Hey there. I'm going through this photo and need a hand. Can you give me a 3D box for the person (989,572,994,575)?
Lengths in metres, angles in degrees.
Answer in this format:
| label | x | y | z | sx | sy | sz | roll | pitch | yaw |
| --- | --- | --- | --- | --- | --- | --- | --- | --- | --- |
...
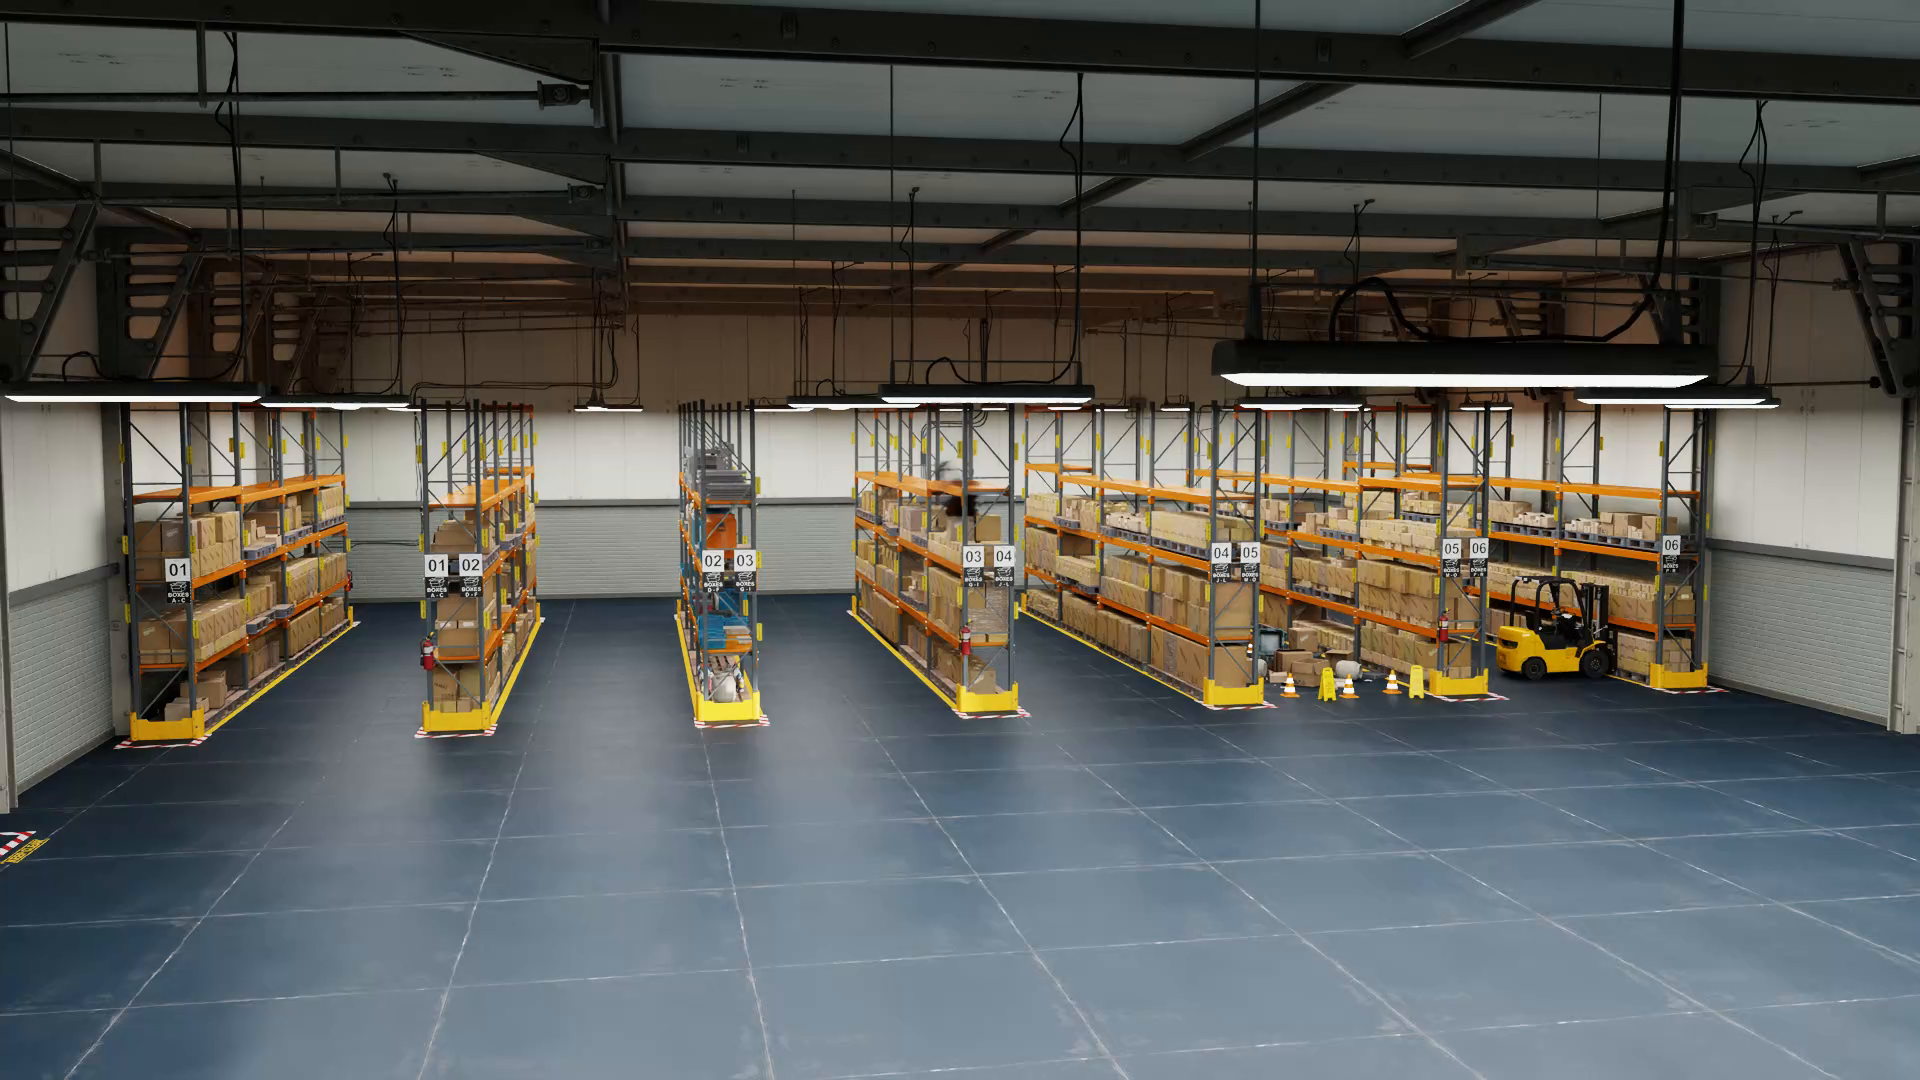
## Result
| label | x | y | z | sx | sy | sz | roll | pitch | yaw |
| --- | --- | --- | --- | --- | --- | --- | --- | --- | --- |
| person | 0.935 | 1.348 | 46.888 | 0.642 | 1.735 | 0.892 | 0 | 4 | -4 |
